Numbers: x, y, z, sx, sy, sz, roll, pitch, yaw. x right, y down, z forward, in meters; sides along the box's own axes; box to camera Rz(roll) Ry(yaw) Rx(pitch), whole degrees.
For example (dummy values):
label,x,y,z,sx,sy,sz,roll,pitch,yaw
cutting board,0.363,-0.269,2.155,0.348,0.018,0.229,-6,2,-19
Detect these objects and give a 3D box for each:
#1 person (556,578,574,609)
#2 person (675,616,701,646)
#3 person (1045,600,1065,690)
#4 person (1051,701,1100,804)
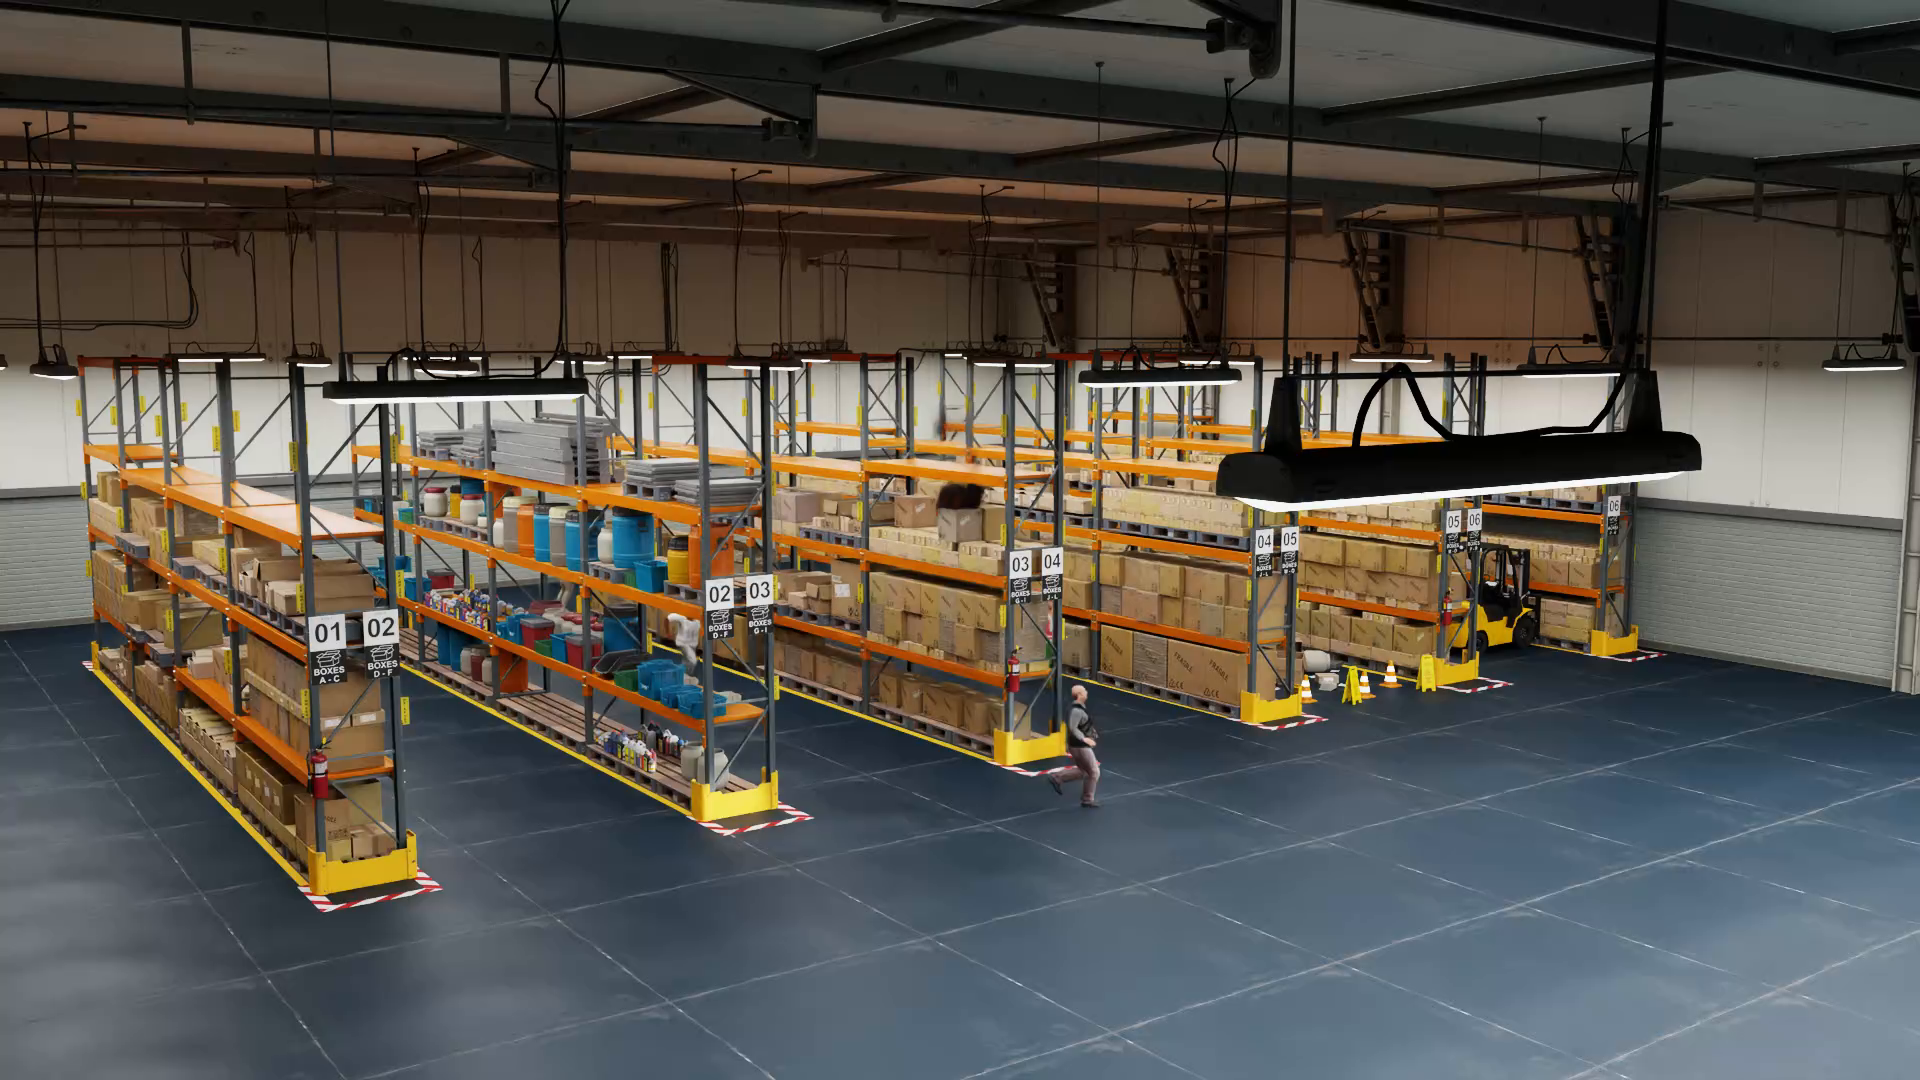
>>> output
label,x,y,z,sx,sy,sz,roll,pitch,yaw
person,-9.079,0.785,38.602,0.597,1.580,0.602,7,10,43
person,-4.820,1.971,29.600,0.428,1.426,0.434,7,10,43
person,1.566,1.830,30.098,0.658,1.743,0.626,-7,10,-44
person,1.563,2.869,22.457,0.640,1.400,0.447,-1,7,-5
